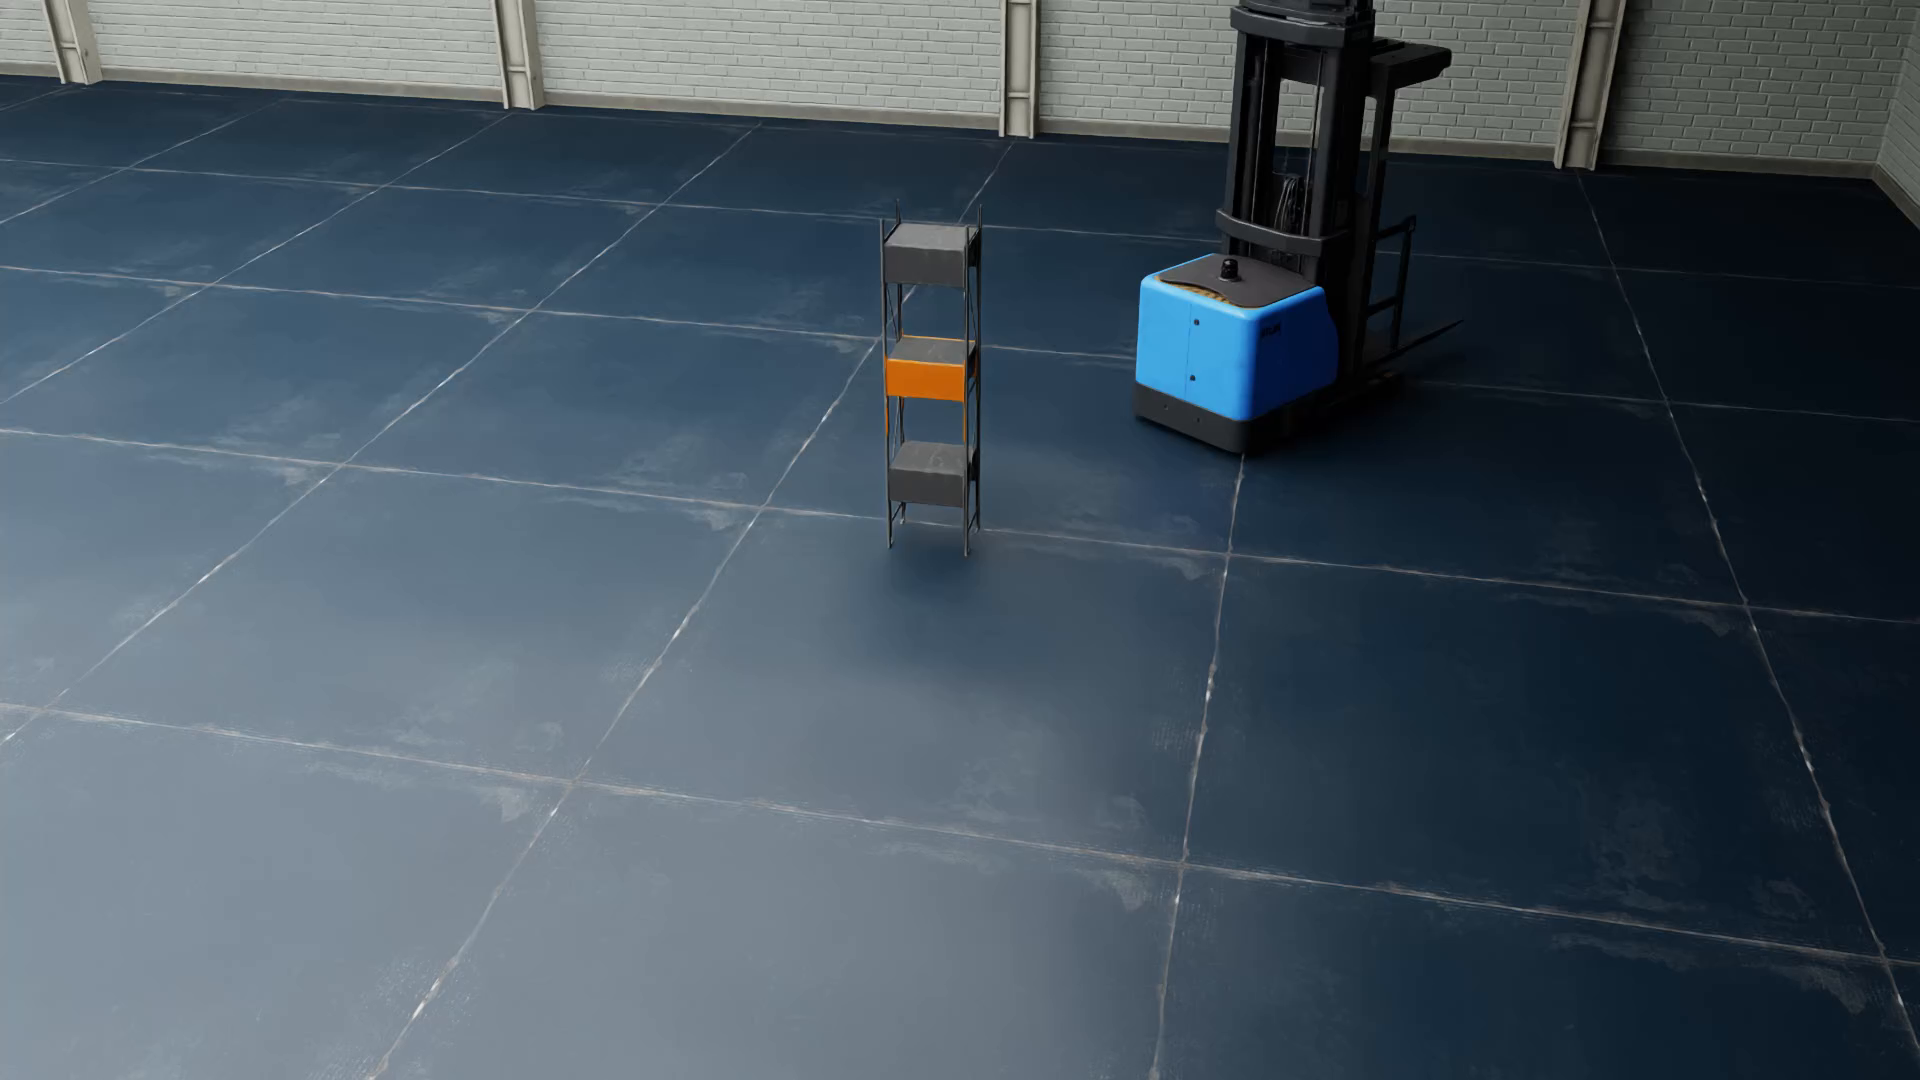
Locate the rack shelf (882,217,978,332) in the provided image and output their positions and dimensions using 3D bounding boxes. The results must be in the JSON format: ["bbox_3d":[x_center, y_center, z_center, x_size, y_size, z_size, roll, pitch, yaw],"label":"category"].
[{"bbox_3d":[-0.162,-1.540,9.609,0.480,0.518,0.431,6,29,11],"label":"rack shelf"}]

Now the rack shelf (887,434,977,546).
[{"bbox_3d":[-0.162,-0.312,10.281,0.480,0.518,0.431,6,29,11],"label":"rack shelf"}]

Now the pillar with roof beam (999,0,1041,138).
[{"bbox_3d":[-0.233,-6.515,12.941,0.400,9.000,9.100,6,29,11],"label":"pillar with roof beam"}]

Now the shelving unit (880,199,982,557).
[{"bbox_3d":[-0.162,-0.938,9.938,0.503,2.100,0.431,6,29,11],"label":"shelving unit"}]

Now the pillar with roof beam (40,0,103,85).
[{"bbox_3d":[-11.969,-7.718,15.139,0.400,9.000,9.100,6,29,11],"label":"pillar with roof beam"}]

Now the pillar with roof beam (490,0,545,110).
[{"bbox_3d":[-6.101,-7.116,14.040,0.400,9.000,9.100,6,29,11],"label":"pillar with roof beam"}]

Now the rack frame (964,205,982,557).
[{"bbox_3d":[0.077,-0.913,9.893,0.015,2.100,0.400,6,29,11],"label":"rack frame"}]

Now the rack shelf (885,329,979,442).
[{"bbox_3d":[-0.162,-0.926,9.945,0.480,0.518,0.431,6,29,11],"label":"rack shelf"}]

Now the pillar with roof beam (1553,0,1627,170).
[{"bbox_3d":[5.634,-5.913,11.842,0.400,9.000,9.100,6,29,11],"label":"pillar with roof beam"}]

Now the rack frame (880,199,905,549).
[{"bbox_3d":[-0.401,-0.962,9.983,0.015,2.100,0.400,6,29,11],"label":"rack frame"}]

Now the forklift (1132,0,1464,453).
[{"bbox_3d":[2.659,-2.473,11.877,3.031,2.935,1.130,-24,37,-37],"label":"forklift"}]

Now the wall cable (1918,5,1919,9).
[{"bbox_3d":[9.138,-5.656,14.607,0.112,2.526,3.097,6,29,11],"label":"wall cable"}]
